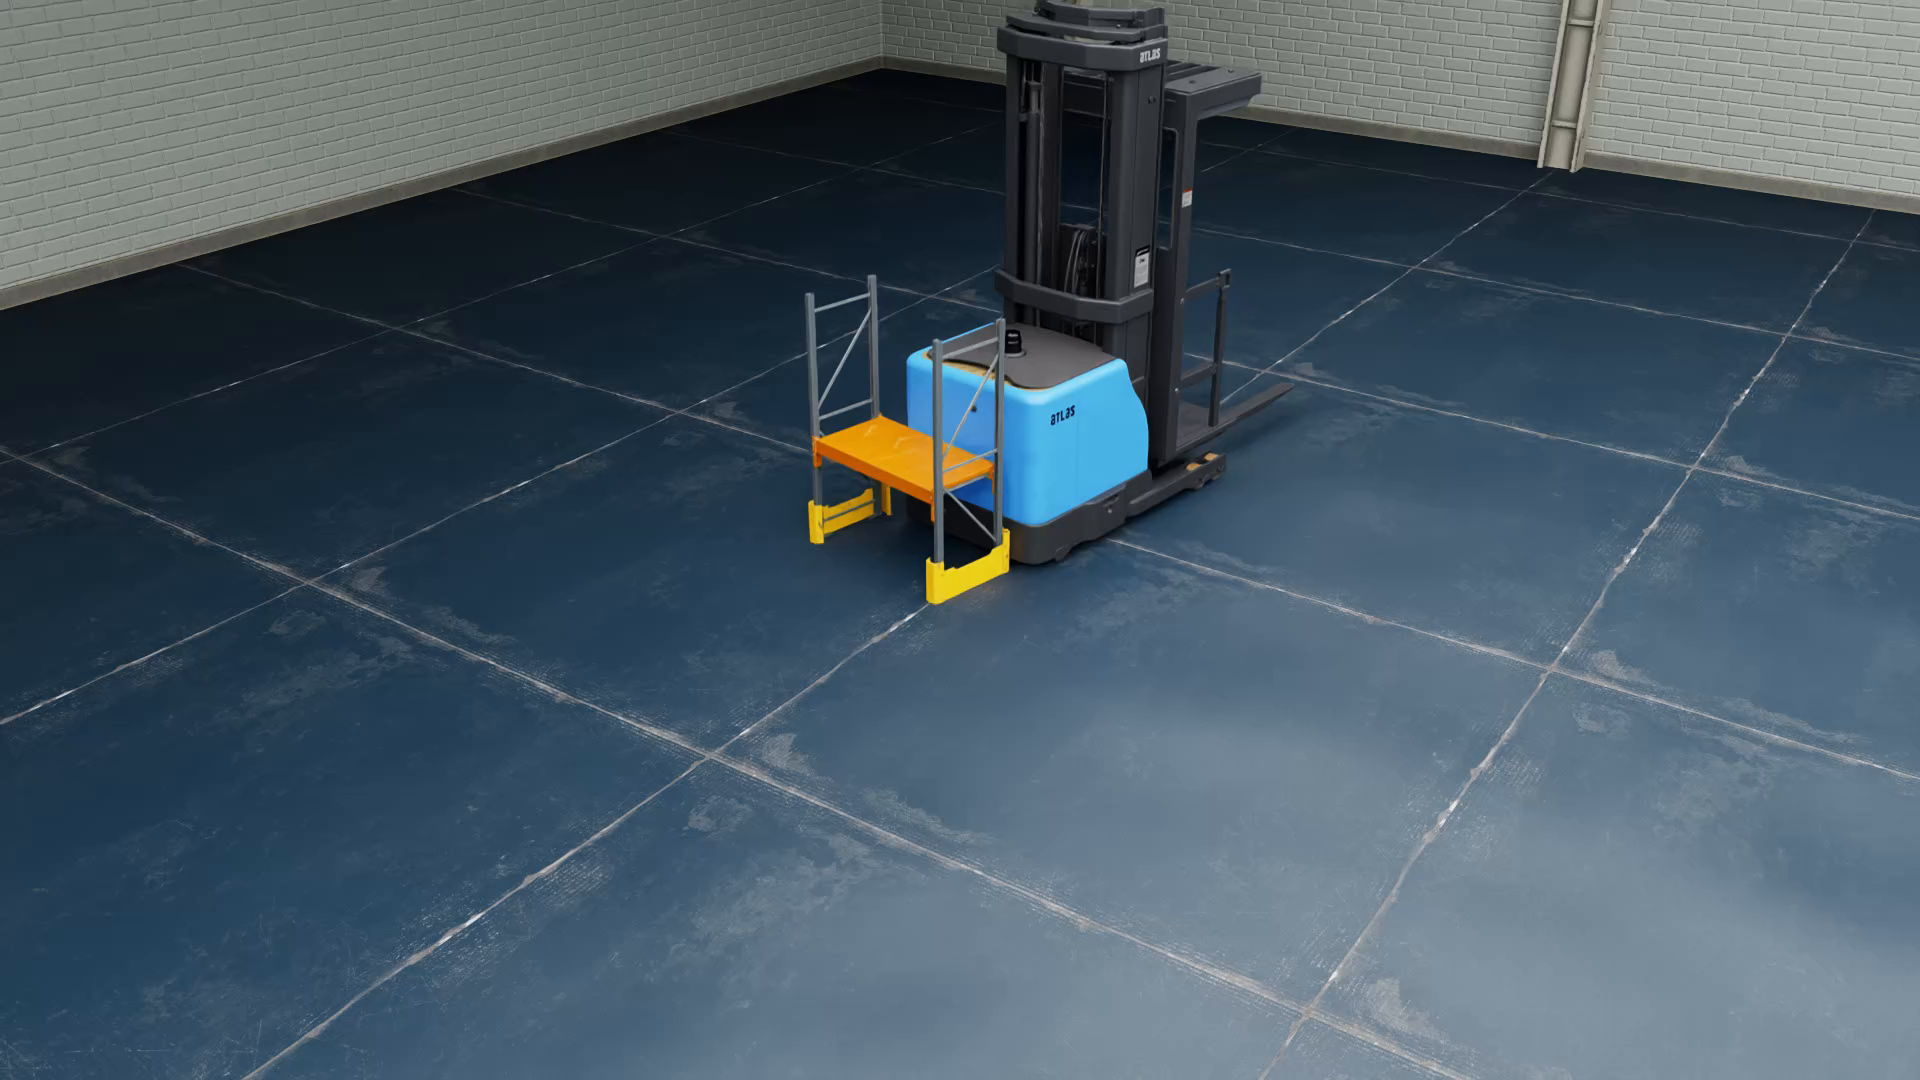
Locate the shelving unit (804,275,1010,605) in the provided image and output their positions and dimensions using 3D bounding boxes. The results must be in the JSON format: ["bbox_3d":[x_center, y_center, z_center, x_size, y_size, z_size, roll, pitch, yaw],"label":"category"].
[{"bbox_3d":[-0.300,-0.579,9.235,0.587,1.500,1.083,-24,35,-38],"label":"shelving unit"}]

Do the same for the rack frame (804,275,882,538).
[{"bbox_3d":[-0.660,-0.748,9.565,0.500,1.500,0.032,-24,35,-38],"label":"rack frame"}]

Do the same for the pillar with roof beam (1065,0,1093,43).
[{"bbox_3d":[-1.087,-7.860,15.274,0.400,9.000,9.100,17,32,30],"label":"pillar with roof beam"}]

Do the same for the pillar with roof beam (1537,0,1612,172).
[{"bbox_3d":[3.858,-6.319,12.246,0.400,9.000,9.100,17,32,30],"label":"pillar with roof beam"}]

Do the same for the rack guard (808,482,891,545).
[{"bbox_3d":[-0.647,-0.184,9.836,0.587,0.250,0.087,-24,35,-38],"label":"rack guard"}]

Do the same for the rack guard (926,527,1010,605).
[{"bbox_3d":[0.047,0.140,9.200,0.587,0.250,0.087,-24,35,-38],"label":"rack guard"}]

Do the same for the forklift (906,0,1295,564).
[{"bbox_3d":[1.032,-1.757,9.971,1.130,2.935,3.031,22,34,36],"label":"forklift"}]

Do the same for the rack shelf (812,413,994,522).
[{"bbox_3d":[-0.306,-0.422,9.322,0.538,0.185,1.000,-24,35,-38],"label":"rack shelf"}]

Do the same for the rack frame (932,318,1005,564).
[{"bbox_3d":[0.048,-0.417,8.915,0.500,1.500,0.032,-24,35,-38],"label":"rack frame"}]
